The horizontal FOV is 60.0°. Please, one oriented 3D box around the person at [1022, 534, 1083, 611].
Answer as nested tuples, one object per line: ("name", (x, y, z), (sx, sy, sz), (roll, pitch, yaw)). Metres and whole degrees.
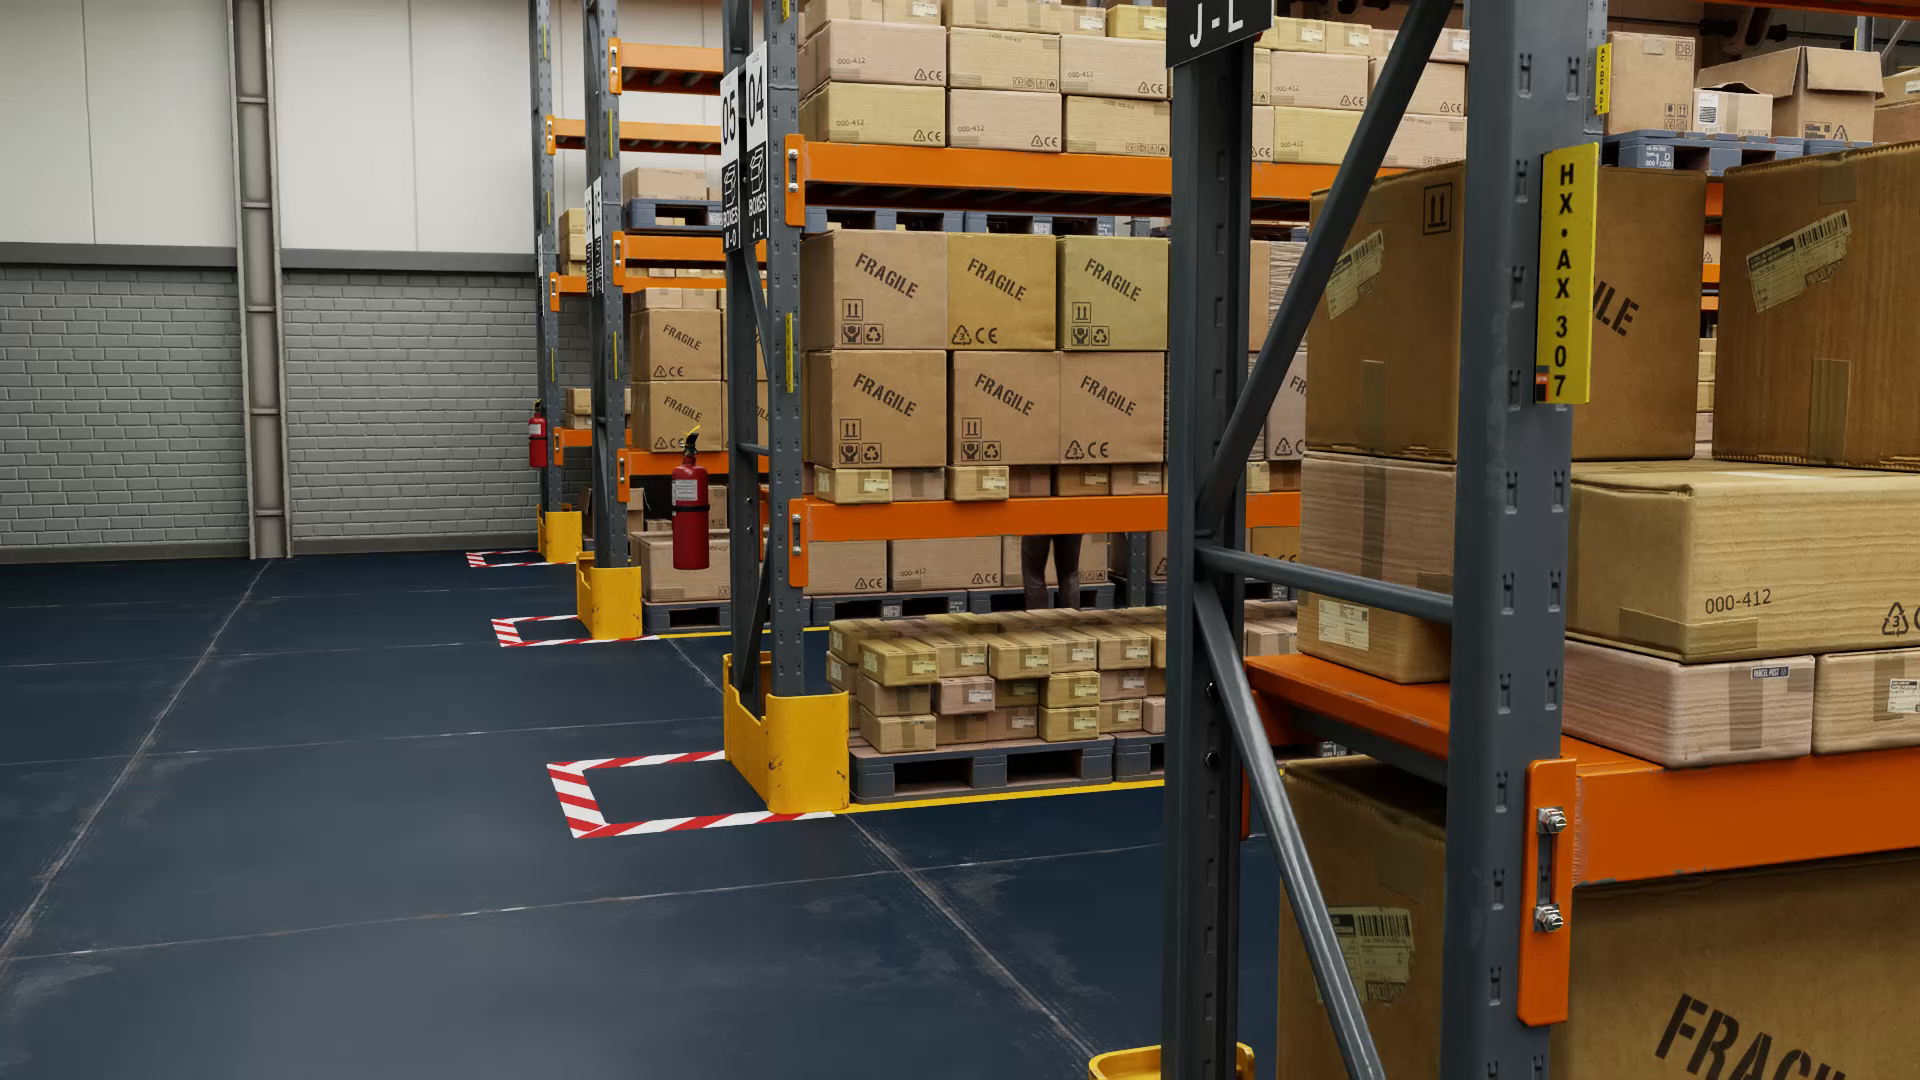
("person", (0.581, -0.139, 11.366), (0.495, 1.718, 0.555), (-2, 6, -18))
